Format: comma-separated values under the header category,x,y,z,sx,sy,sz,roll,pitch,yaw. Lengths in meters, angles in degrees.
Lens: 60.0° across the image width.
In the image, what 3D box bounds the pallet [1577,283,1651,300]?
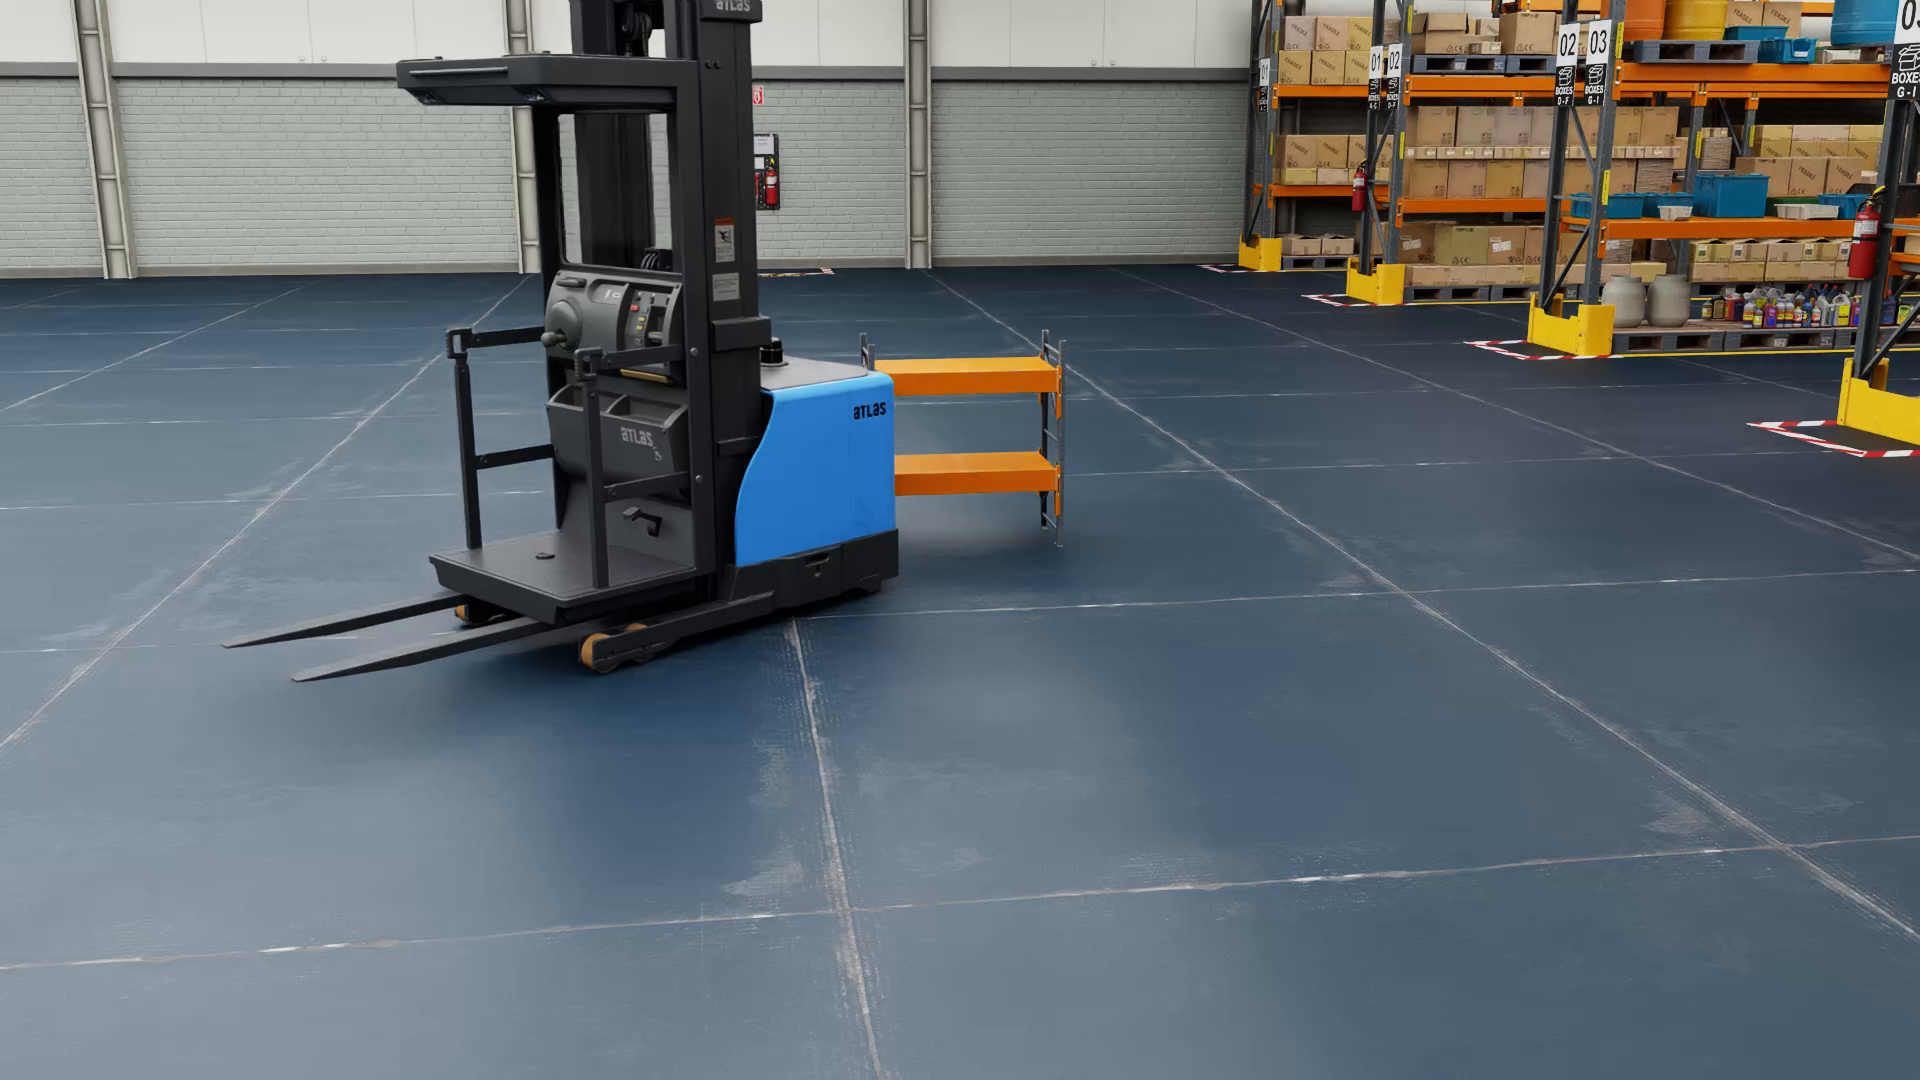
category,x,y,z,sx,sy,sz,roll,pitch,yaw
pallet,8.606,-3.379,22.260,1.213,0.211,1.003,-2,14,-8

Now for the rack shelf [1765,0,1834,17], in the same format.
category,x,y,z,sx,sy,sz,roll,pitch,yaw
rack shelf,14.590,-8.526,27.019,4.000,0.370,1.077,-2,14,-8

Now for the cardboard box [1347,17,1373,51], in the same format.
category,x,y,z,sx,sy,sz,roll,pitch,yaw
cardboard box,6.127,-7.777,25.598,0.500,0.500,0.500,-2,14,-7

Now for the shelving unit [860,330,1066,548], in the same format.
category,x,y,z,sx,sy,sz,roll,pitch,yaw
shelving unit,0.007,-0.546,9.086,1.048,1.125,0.538,-2,14,-8

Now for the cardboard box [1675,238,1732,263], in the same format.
category,x,y,z,sx,sy,sz,roll,pitch,yaw
cardboard box,9.844,-3.847,22.031,0.500,0.311,0.500,-2,14,-8

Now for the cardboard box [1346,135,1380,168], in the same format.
category,x,y,z,sx,sy,sz,roll,pitch,yaw
cardboard box,6.220,-6.075,26.004,0.500,0.500,0.500,-3,14,-10

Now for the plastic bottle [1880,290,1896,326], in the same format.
category,x,y,z,sx,sy,sz,roll,pitch,yaw
plastic bottle,9.538,-2.394,17.143,0.185,0.351,0.144,-2,14,-10

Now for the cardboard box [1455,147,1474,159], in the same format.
category,x,y,z,sx,sy,sz,roll,pitch,yaw
cardboard box,6.370,-4.949,21.252,0.250,0.149,0.380,-2,14,-8

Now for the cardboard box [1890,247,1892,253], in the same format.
category,x,y,z,sx,sy,sz,roll,pitch,yaw
cardboard box,12.359,-3.938,22.395,0.500,0.311,0.500,-2,14,-9

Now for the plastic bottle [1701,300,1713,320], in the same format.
category,x,y,z,sx,sy,sz,roll,pitch,yaw
plastic bottle,7.928,-2.441,17.638,0.097,0.201,0.097,0,14,0

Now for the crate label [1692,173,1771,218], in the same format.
category,x,y,z,sx,sy,sz,roll,pitch,yaw
crate label,7.957,-3.562,17.187,0.616,0.435,0.502,-2,14,-8

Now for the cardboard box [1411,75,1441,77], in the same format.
category,x,y,z,sx,sy,sz,roll,pitch,yaw
cardboard box,7.150,-7.332,25.879,0.500,0.500,0.500,-3,14,-11

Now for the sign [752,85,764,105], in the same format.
category,x,y,z,sx,sy,sz,roll,pitch,yaw
sign,-3.141,-6.880,25.724,0.199,0.298,0.001,-2,14,-8

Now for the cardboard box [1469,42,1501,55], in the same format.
category,x,y,z,sx,sy,sz,roll,pitch,yaw
cardboard box,6.632,-6.210,21.016,0.250,0.149,0.380,-2,14,-8

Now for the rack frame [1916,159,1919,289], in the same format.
category,x,y,z,sx,sy,sz,roll,pitch,yaw
rack frame,13.354,-4.895,22.573,0.127,3.000,1.000,-2,14,-8

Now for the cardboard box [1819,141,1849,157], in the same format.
category,x,y,z,sx,sy,sz,roll,pitch,yaw
cardboard box,14.140,-6.279,27.235,0.500,0.500,0.500,-2,14,-9

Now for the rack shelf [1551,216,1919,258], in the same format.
category,x,y,z,sx,sy,sz,roll,pitch,yaw
rack shelf,8.155,-3.137,17.042,4.000,0.370,1.077,-2,14,-8

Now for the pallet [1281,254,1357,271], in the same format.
category,x,y,z,sx,sy,sz,roll,pitch,yaw
pallet,5.585,-4.467,26.602,1.213,0.211,1.003,-2,14,-8

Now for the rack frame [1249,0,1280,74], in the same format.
category,x,y,z,sx,sy,sz,roll,pitch,yaw
rack frame,4.701,-8.706,25.438,0.127,3.000,1.000,-2,14,-8

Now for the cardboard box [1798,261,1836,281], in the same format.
category,x,y,z,sx,sy,sz,roll,pitch,yaw
cardboard box,11.354,-3.631,22.322,0.500,0.250,0.500,-2,14,-7

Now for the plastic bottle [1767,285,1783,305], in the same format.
category,x,y,z,sx,sy,sz,roll,pitch,yaw
plastic bottle,8.665,-2.535,17.705,0.185,0.351,0.144,-2,14,-9

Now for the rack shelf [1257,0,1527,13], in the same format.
category,x,y,z,sx,sy,sz,roll,pitch,yaw
rack shelf,6.679,-8.428,25.815,4.000,0.370,1.077,-2,14,-8

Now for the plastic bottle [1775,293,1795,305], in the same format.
category,x,y,z,sx,sy,sz,roll,pitch,yaw
plastic bottle,8.712,-2.464,17.576,0.135,0.276,0.152,-2,14,-8

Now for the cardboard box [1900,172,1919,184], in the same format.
category,x,y,z,sx,sy,sz,roll,pitch,yaw
cardboard box,12.987,-4.849,22.573,0.500,0.311,0.500,-1,14,-5

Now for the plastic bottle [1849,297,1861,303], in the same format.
category,x,y,z,sx,sy,sz,roll,pitch,yaw
plastic bottle,9.302,-2.386,17.263,0.135,0.276,0.152,-2,14,-8

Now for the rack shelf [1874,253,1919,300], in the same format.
category,x,y,z,sx,sy,sz,roll,pitch,yaw
rack shelf,8.893,-1.945,12.292,4.000,0.370,1.077,-2,14,-8

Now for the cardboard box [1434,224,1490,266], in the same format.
category,x,y,z,sx,sy,sz,roll,pitch,yaw
cardboard box,6.500,-3.823,21.548,0.500,0.500,0.500,-2,14,-8

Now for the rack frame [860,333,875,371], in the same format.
category,x,y,z,sx,sy,sz,roll,pitch,yaw
rack frame,-0.496,-0.527,9.013,0.032,1.125,0.500,-2,14,-8

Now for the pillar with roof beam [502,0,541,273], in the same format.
category,x,y,z,sx,sy,sz,roll,pitch,yaw
pillar with roof beam,-5.960,-7.469,20.506,0.400,9.000,9.100,-2,14,-8

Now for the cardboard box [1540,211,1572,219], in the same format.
category,x,y,z,sx,sy,sz,roll,pitch,yaw
cardboard box,9.817,-5.353,27.094,0.500,0.250,0.500,-2,14,-9

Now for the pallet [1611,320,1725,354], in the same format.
category,x,y,z,sx,sy,sz,roll,pitch,yaw
pallet,7.049,-2.103,17.173,1.213,0.211,1.003,-2,14,-8

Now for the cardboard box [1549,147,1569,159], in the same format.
category,x,y,z,sx,sy,sz,roll,pitch,yaw
cardboard box,7.643,-4.996,21.436,0.250,0.149,0.380,-2,14,-6

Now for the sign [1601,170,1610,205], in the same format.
category,x,y,z,sx,sy,sz,roll,pitch,yaw
sign,6.255,-3.415,16.104,0.005,0.325,0.100,-2,14,-8

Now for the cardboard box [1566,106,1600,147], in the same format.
category,x,y,z,sx,sy,sz,roll,pitch,yaw
cardboard box,7.966,-5.373,21.609,0.500,0.500,0.700,-2,14,-8

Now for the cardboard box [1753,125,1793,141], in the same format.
category,x,y,z,sx,sy,sz,roll,pitch,yaw
cardboard box,13.128,-6.608,27.004,0.500,0.250,0.500,-2,14,-7

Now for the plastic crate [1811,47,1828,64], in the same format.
category,x,y,z,sx,sy,sz,roll,pitch,yaw
plastic crate,8.532,-4.919,16.938,0.450,0.188,0.336,-2,14,-8

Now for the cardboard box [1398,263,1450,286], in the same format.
category,x,y,z,sx,sy,sz,roll,pitch,yaw
cardboard box,6.006,-3.441,21.565,0.500,0.250,0.500,-2,14,-8

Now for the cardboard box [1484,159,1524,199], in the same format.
category,x,y,z,sx,sy,sz,roll,pitch,yaw
cardboard box,6.917,-4.704,21.607,0.500,0.500,0.700,-2,14,-8

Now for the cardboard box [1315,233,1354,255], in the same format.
category,x,y,z,sx,sy,sz,roll,pitch,yaw
cardboard box,5.962,-4.730,26.537,0.500,0.311,0.500,-1,14,-4

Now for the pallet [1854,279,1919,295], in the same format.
category,x,y,z,sx,sy,sz,roll,pitch,yaw
pallet,12.534,-3.522,22.831,1.213,0.211,1.003,-2,14,-8

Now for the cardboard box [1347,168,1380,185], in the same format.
category,x,y,z,sx,sy,sz,roll,pitch,yaw
cardboard box,6.247,-5.714,26.106,0.500,0.250,0.500,-2,14,-9

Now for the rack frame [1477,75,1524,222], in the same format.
category,x,y,z,sx,sy,sz,roll,pitch,yaw
rack frame,8.656,-5.941,26.746,0.127,3.000,1.000,-2,14,-8

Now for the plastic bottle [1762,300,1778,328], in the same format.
category,x,y,z,sx,sy,sz,roll,pitch,yaw
plastic bottle,8.243,-2.304,16.921,0.133,0.283,0.061,-2,14,-7

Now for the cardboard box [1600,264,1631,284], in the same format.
category,x,y,z,sx,sy,sz,roll,pitch,yaw
cardboard box,8.476,-3.535,21.939,0.500,0.250,0.500,-2,14,-8

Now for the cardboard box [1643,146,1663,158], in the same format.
category,x,y,z,sx,sy,sz,roll,pitch,yaw
cardboard box,8.916,-5.043,21.625,0.250,0.149,0.380,-2,14,-9

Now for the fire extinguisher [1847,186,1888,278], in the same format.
category,x,y,z,sx,sy,sz,roll,pitch,yaw
fire extinguisher,6.733,-2.291,12.350,0.183,0.674,0.296,-2,14,-8

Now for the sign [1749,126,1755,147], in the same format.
category,x,y,z,sx,sy,sz,roll,pitch,yaw
sign,12.702,-6.479,26.674,0.005,0.325,0.100,-2,14,-8

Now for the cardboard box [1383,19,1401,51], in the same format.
category,x,y,z,sx,sy,sz,roll,pitch,yaw
cardboard box,6.616,-7.924,26.185,0.500,0.500,0.500,-2,14,-8

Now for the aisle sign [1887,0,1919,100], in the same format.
category,x,y,z,sx,sy,sz,roll,pitch,yaw
aisle sign,6.809,-3.553,11.878,0.004,0.787,0.394,-2,14,-8

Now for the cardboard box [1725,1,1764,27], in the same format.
category,x,y,z,sx,sy,sz,roll,pitch,yaw
cardboard box,10.014,-6.712,21.557,0.500,0.500,0.500,-2,14,-8

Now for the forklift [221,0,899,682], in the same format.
category,x,y,z,sx,sy,sz,roll,pitch,yaw
forklift,-1.679,-1.003,7.194,1.130,2.935,3.031,13,19,42

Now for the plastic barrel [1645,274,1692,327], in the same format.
category,x,y,z,sx,sy,sz,roll,pitch,yaw
plastic barrel,7.312,-2.471,17.158,0.421,0.512,0.421,0,14,0

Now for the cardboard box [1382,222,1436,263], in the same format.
category,x,y,z,sx,sy,sz,roll,pitch,yaw
cardboard box,5.929,-3.930,21.972,0.500,0.500,0.500,-2,14,-8

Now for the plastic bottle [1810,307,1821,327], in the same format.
category,x,y,z,sx,sy,sz,roll,pitch,yaw
plastic bottle,8.755,-2.287,17.024,0.097,0.201,0.097,0,14,0

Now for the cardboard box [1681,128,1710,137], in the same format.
category,x,y,z,sx,sy,sz,roll,pitch,yaw
cardboard box,11.959,-6.628,27.040,0.250,0.149,0.380,-5,15,-18
